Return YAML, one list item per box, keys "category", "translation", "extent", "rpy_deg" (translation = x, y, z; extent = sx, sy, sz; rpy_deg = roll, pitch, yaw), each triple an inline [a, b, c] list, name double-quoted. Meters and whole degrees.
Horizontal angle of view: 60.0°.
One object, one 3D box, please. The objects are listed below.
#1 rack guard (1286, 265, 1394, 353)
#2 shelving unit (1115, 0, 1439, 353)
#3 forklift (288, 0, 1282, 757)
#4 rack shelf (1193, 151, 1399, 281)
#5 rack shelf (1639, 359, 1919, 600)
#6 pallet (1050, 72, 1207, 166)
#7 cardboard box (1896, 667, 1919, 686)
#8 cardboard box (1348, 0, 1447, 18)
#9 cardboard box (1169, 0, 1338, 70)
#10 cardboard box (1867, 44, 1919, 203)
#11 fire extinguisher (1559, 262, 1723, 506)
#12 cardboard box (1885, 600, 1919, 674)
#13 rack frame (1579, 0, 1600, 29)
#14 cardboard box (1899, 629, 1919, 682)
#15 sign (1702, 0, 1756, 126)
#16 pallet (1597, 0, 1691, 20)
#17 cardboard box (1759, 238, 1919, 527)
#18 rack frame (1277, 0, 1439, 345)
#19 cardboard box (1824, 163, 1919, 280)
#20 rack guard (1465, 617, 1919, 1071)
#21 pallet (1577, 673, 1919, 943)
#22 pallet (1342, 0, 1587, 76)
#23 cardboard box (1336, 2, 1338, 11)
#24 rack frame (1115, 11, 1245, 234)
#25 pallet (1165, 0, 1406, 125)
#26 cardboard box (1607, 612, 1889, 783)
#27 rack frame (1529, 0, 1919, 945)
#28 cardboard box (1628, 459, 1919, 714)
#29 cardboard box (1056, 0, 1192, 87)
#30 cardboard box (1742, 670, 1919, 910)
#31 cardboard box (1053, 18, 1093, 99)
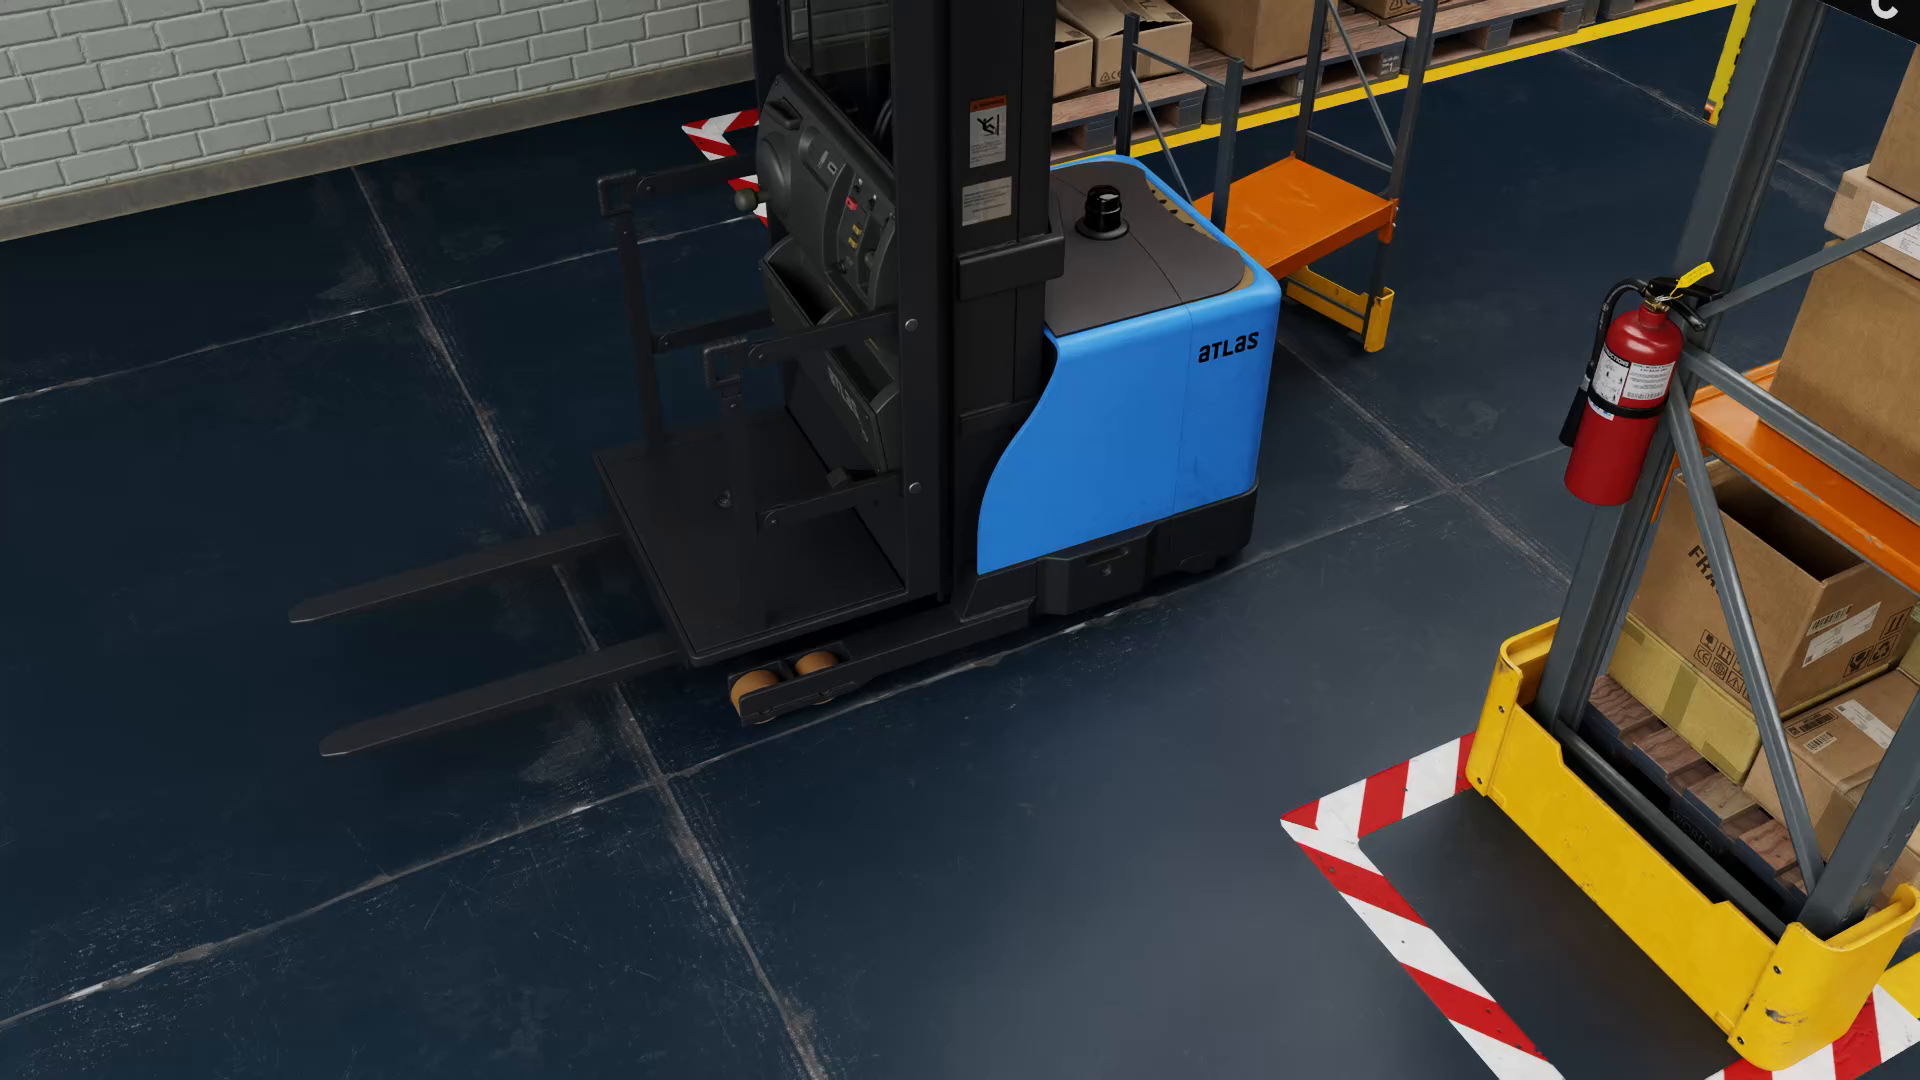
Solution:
- category: "rack guard"
  translation: [1.484, -0.998, 6.736]
  extent: [0.087, 0.250, 0.587]
  rpy_deg: [-29, 48, -30]
- category: "shelving unit"
  translation: [1.107, -1.264, 6.083]
  extent: [1.083, 1.500, 0.587]
  rpy_deg: [-29, 48, -30]
- category: "forklift"
  translation: [-0.568, -0.947, 4.601]
  extent: [3.031, 2.935, 1.130]
  rpy_deg: [-17, 43, -19]
- category: "rack shelf"
  translation: [1.101, -1.123, 6.194]
  extent: [1.000, 0.185, 0.538]
  rpy_deg: [-29, 48, -30]
- category: "rack shelf"
  translation: [3.693, -0.512, 4.590]
  extent: [4.000, 0.370, 1.077]
  rpy_deg: [-19, 44, -21]
- category: "pallet"
  translation: [0.432, -2.208, 8.195]
  extent: [1.213, 0.211, 1.003]
  rpy_deg: [-19, 44, -21]
- category: "cardboard box"
  translation: [2.939, 0.515, 4.623]
  extent: [0.500, 0.250, 0.500]
  rpy_deg: [-19, 44, -21]
- category: "cardboard box"
  translation: [2.273, -3.102, 8.687]
  extent: [0.500, 0.500, 0.500]
  rpy_deg: [-22, 45, -24]
- category: "cardboard box"
  translation: [1.462, -2.756, 8.279]
  extent: [0.500, 0.500, 0.700]
  rpy_deg: [-21, 45, -23]
- category: "cardboard box"
  translation: [2.386, -0.871, 3.376]
  extent: [0.500, 0.500, 0.700]
  rpy_deg: [-18, 44, -20]
- category: "fire extinguisher"
  translation: [1.599, -0.391, 3.950]
  extent: [0.183, 0.674, 0.296]
  rpy_deg: [-19, 44, -21]
- category: "cardboard box"
  translation: [2.696, 0.214, 4.979]
  extent: [0.500, 0.250, 0.500]
  rpy_deg: [-19, 44, -21]
- category: "rack frame"
  translation: [3.175, -4.221, 8.415]
  extent: [0.127, 3.000, 1.000]
  rpy_deg: [-19, 44, -21]
- category: "cardboard box"
  translation: [2.940, 0.230, 4.379]
  extent: [0.500, 0.500, 0.500]
  rpy_deg: [-19, 44, -21]
- category: "sign"
  translation: [1.681, -1.037, 3.574]
  extent: [0.005, 0.325, 0.100]
  rpy_deg: [-19, 44, -21]
- category: "pallet"
  translation: [3.865, -3.390, 9.591]
  extent: [1.213, 0.211, 1.003]
  rpy_deg: [-19, 44, -21]
- category: "cardboard box"
  translation: [2.339, -0.360, 3.776]
  extent: [0.500, 0.500, 0.700]
  rpy_deg: [-19, 44, -21]
- category: "rack frame"
  translation: [1.485, -1.476, 6.332]
  extent: [0.032, 1.500, 0.500]
  rpy_deg: [-29, 48, -30]
- category: "cardboard box"
  translation: [2.170, -0.699, 3.674]
  extent: [0.250, 0.149, 0.380]
  rpy_deg: [-19, 44, -21]
- category: "rack guard"
  translation: [1.898, 0.771, 4.452]
  extent: [0.348, 0.500, 1.175]
  rpy_deg: [-19, 44, -21]
- category: "pallet"
  translation: [2.578, 0.622, 4.851]
  extent: [1.213, 0.211, 1.003]
  rpy_deg: [-19, 44, -21]
- category: "pallet"
  translation: [2.596, -2.936, 9.055]
  extent: [1.213, 0.211, 1.003]
  rpy_deg: [-19, 44, -21]
- category: "cardboard box"
  translation: [1.747, -2.835, 8.644]
  extent: [0.250, 0.149, 0.380]
  rpy_deg: [-22, 45, -24]
- category: "rack frame"
  translation: [0.717, -1.045, 5.824]
  extent: [0.032, 1.500, 0.500]
  rpy_deg: [-29, 48, -30]
- category: "pallet"
  translation: [1.512, -2.569, 8.622]
  extent: [1.213, 0.211, 1.003]
  rpy_deg: [-19, 44, -21]
- category: "cardboard box"
  translation: [2.258, 0.370, 4.794]
  extent: [0.500, 0.250, 0.500]
  rpy_deg: [-19, 44, -21]
- category: "rack frame"
  translation: [1.919, -0.190, 3.653]
  extent: [0.127, 3.000, 1.000]
  rpy_deg: [-19, 44, -21]
- category: "cardboard box"
  translation: [2.257, 0.083, 4.553]
  extent: [0.500, 0.500, 0.500]
  rpy_deg: [-19, 44, -21]
- category: "cardboard box"
  translation: [0.788, -2.494, 8.115]
  extent: [0.500, 0.311, 0.500]
  rpy_deg: [-15, 43, -17]
- category: "cardboard box"
  translation: [2.497, 0.667, 4.444]
  extent: [0.500, 0.250, 0.500]
  rpy_deg: [-19, 44, -21]
- category: "cardboard box"
  translation: [0.283, -2.324, 7.914]
  extent: [0.500, 0.311, 0.500]
  rpy_deg: [-24, 46, -25]
